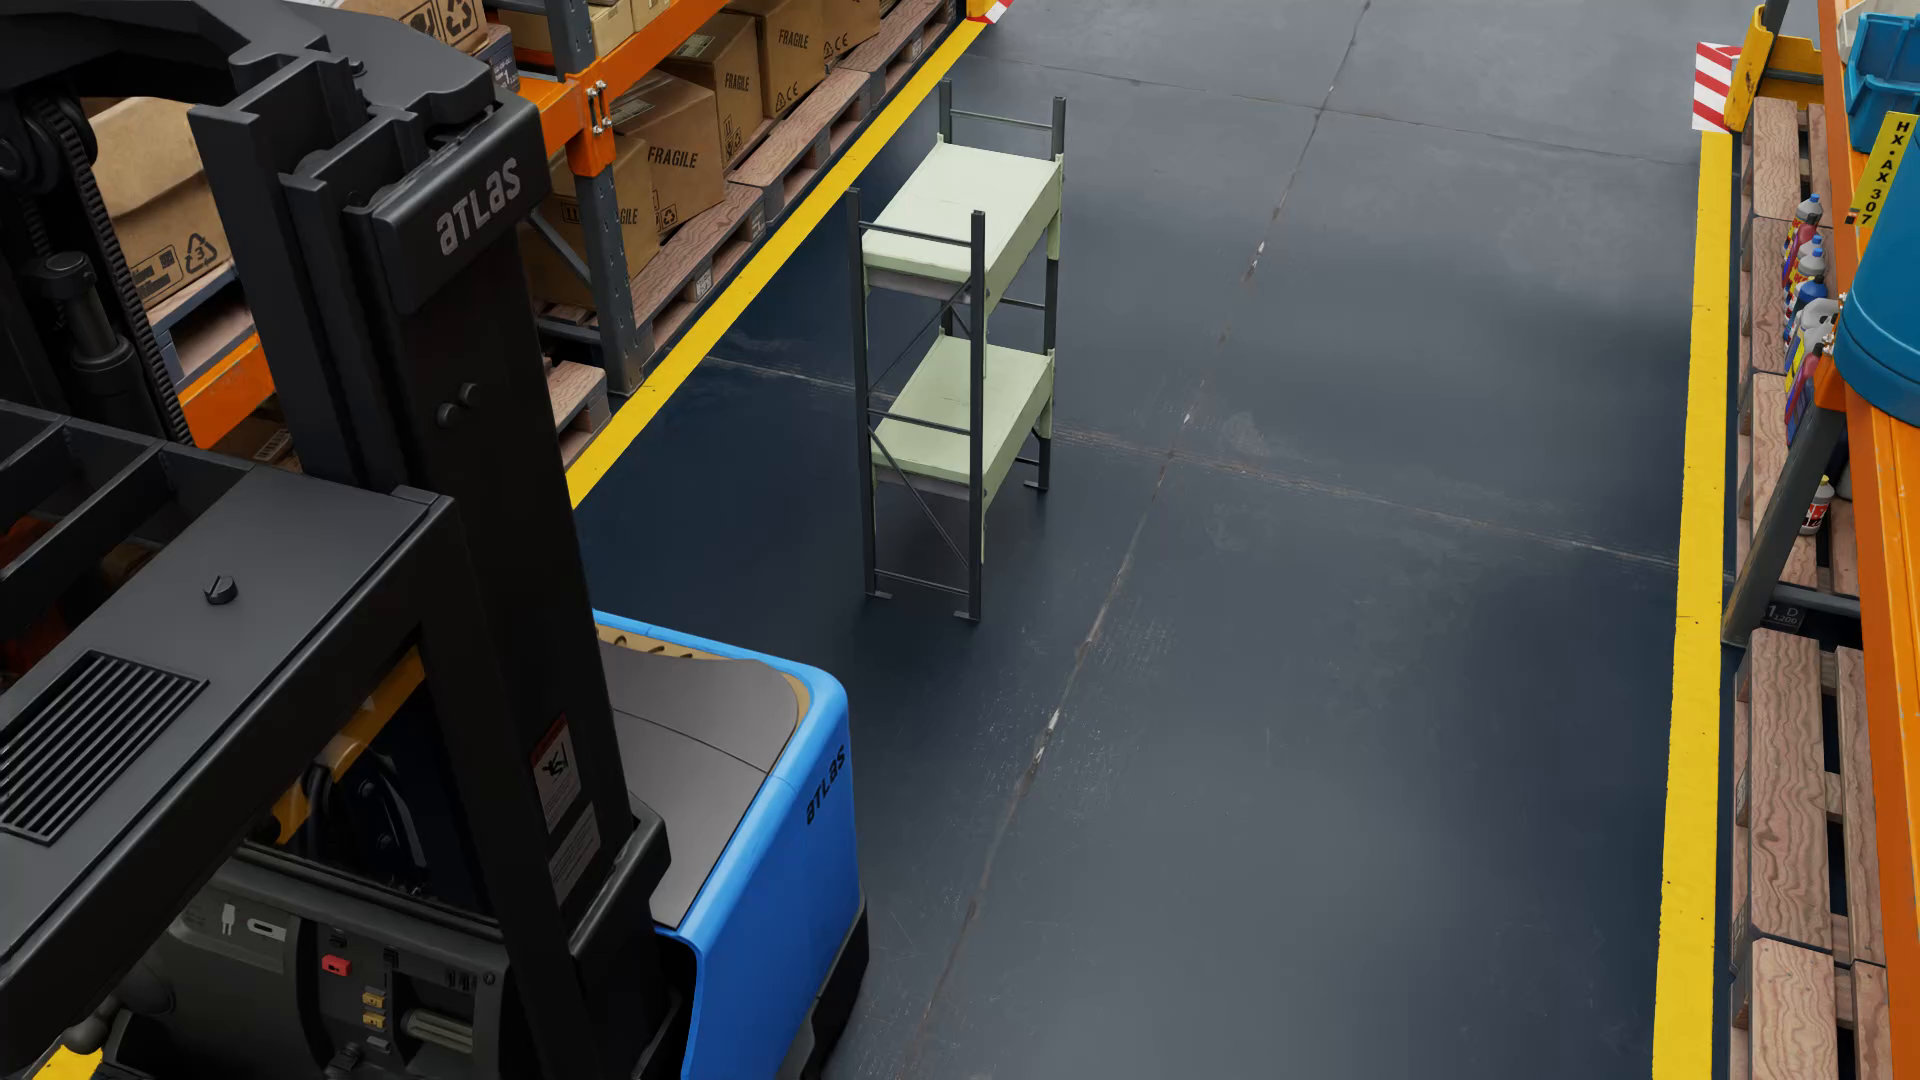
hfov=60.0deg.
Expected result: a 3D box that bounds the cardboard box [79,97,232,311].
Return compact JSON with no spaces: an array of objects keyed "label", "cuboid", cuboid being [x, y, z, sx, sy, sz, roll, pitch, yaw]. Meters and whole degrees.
[{"label":"cardboard box","cuboid":[-2.222,-0.951,4.150,0.797,0.503,0.637,18,43,19]}]

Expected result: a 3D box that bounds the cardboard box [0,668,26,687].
[{"label":"cardboard box","cuboid":[-2.696,0.639,4.276,0.700,0.500,0.500,10,41,12]}]

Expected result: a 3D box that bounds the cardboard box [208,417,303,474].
[{"label":"cardboard box","cuboid":[-2.318,-0.048,5.082,0.700,0.500,0.500,10,41,11]}]

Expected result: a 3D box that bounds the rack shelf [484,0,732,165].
[{"label":"rack shelf","cuboid":[-1.032,-2.776,7.247,1.077,0.370,4.000,13,42,15]}]

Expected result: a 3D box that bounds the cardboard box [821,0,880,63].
[{"label":"cardboard box","cuboid":[-0.750,-2.729,8.240,0.500,0.500,0.500,25,46,26]}]

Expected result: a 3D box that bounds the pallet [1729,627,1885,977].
[{"label":"pallet","cuboid":[2.706,0.818,4.629,1.003,0.211,1.213,13,42,15]}]

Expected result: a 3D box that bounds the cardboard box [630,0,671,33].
[{"label":"cardboard box","cuboid":[-1.262,-1.948,5.916,0.380,0.149,0.250,13,42,15]}]

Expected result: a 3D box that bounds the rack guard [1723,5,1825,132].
[{"label":"rack guard","cuboid":[4.324,-2.162,7.899,1.175,0.500,0.348,13,42,15]}]

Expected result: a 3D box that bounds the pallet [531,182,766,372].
[{"label":"pallet","cuboid":[-1.520,-1.186,6.978,1.003,0.211,1.213,13,42,15]}]

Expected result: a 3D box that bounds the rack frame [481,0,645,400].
[{"label":"rack frame","cuboid":[-1.716,-1.830,5.583,1.000,3.000,0.127,13,42,15]}]

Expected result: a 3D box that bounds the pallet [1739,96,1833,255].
[{"label":"pallet","cuboid":[4.041,-1.558,7.414,1.003,0.211,1.213,13,42,15]}]

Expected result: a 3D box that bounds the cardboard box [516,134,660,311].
[{"label":"cardboard box","cuboid":[-1.542,-1.274,6.534,0.500,0.500,0.500,12,42,14]}]

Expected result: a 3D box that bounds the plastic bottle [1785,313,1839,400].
[{"label":"plastic bottle","cuboid":[3.064,-0.661,5.915,0.144,0.351,0.185,13,42,15]}]

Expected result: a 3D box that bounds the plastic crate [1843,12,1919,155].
[{"label":"plastic crate","cuboid":[3.062,-1.409,5.205,0.499,0.251,0.616,13,42,15]}]

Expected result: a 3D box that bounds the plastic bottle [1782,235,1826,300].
[{"label":"plastic bottle","cuboid":[3.276,-1.054,6.437,0.097,0.271,0.097,0,40,0]}]

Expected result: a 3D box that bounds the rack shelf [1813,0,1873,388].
[{"label":"rack shelf","cuboid":[3.622,-1.677,5.958,1.077,0.370,4.000,13,42,15]}]

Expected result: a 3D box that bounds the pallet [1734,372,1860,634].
[{"label":"pallet","cuboid":[3.207,-0.070,5.669,1.003,0.211,1.213,13,42,15]}]

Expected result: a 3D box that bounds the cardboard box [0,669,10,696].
[{"label":"cardboard box","cuboid":[-2.711,0.367,4.018,0.500,0.250,0.500,18,44,20]}]

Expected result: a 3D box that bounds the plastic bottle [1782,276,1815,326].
[{"label":"plastic bottle","cuboid":[3.208,-0.906,6.318,0.097,0.201,0.097,0,40,0]}]

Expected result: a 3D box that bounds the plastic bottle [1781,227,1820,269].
[{"label":"plastic bottle","cuboid":[3.358,-1.173,6.631,0.097,0.201,0.097,0,40,0]}]

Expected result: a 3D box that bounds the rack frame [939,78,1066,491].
[{"label":"rack frame","cuboid":[0.127,-0.798,5.530,0.400,1.500,0.023,13,42,15]}]

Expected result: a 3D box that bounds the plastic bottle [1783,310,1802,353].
[{"label":"plastic bottle","cuboid":[3.138,-0.780,6.171,0.097,0.201,0.097,0,40,0]}]

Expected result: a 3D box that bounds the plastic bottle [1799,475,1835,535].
[{"label":"plastic bottle","cuboid":[2.769,-0.124,5.401,0.097,0.201,0.097,0,40,0]}]

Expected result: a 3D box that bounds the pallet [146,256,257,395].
[{"label":"pallet","cuboid":[-2.446,-0.533,4.212,1.003,0.211,1.213,13,42,15]}]

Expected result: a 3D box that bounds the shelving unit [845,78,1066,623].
[{"label":"shelving unit","cuboid":[0.002,-0.575,5.268,0.431,1.500,0.755,13,42,15]}]

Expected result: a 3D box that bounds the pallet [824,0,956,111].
[{"label":"pallet","cuboid":[-0.685,-2.674,8.722,1.003,0.211,1.213,13,42,15]}]

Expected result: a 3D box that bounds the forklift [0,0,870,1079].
[{"label":"forklift","cuboid":[-1.212,0.799,2.555,1.130,2.935,3.031,13,42,15]}]

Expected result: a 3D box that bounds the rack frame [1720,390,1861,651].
[{"label":"rack frame","cuboid":[2.938,-0.730,4.295,1.000,3.000,0.127,13,42,15]}]

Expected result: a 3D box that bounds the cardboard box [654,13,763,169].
[{"label":"cardboard box","cuboid":[-1.215,-2.021,7.410,0.500,0.500,0.500,10,41,11]}]

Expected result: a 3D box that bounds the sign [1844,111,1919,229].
[{"label":"sign","cuboid":[2.425,-0.964,4.356,0.100,0.325,0.005,13,42,15]}]

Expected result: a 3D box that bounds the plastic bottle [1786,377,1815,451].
[{"label":"plastic bottle","cuboid":[2.953,-0.464,5.684,0.144,0.351,0.185,11,42,13]}]

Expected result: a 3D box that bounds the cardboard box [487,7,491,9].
[{"label":"cardboard box","cuboid":[-1.824,-2.081,6.071,0.380,0.149,0.250,13,42,15]}]

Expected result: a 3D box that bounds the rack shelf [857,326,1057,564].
[{"label":"rack shelf","cuboid":[0.002,-0.327,5.480,0.431,0.370,0.720,13,42,15]}]

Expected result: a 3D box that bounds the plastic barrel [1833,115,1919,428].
[{"label":"plastic barrel","cuboid":[2.521,-0.753,3.935,0.600,0.901,0.708,13,42,15]}]
